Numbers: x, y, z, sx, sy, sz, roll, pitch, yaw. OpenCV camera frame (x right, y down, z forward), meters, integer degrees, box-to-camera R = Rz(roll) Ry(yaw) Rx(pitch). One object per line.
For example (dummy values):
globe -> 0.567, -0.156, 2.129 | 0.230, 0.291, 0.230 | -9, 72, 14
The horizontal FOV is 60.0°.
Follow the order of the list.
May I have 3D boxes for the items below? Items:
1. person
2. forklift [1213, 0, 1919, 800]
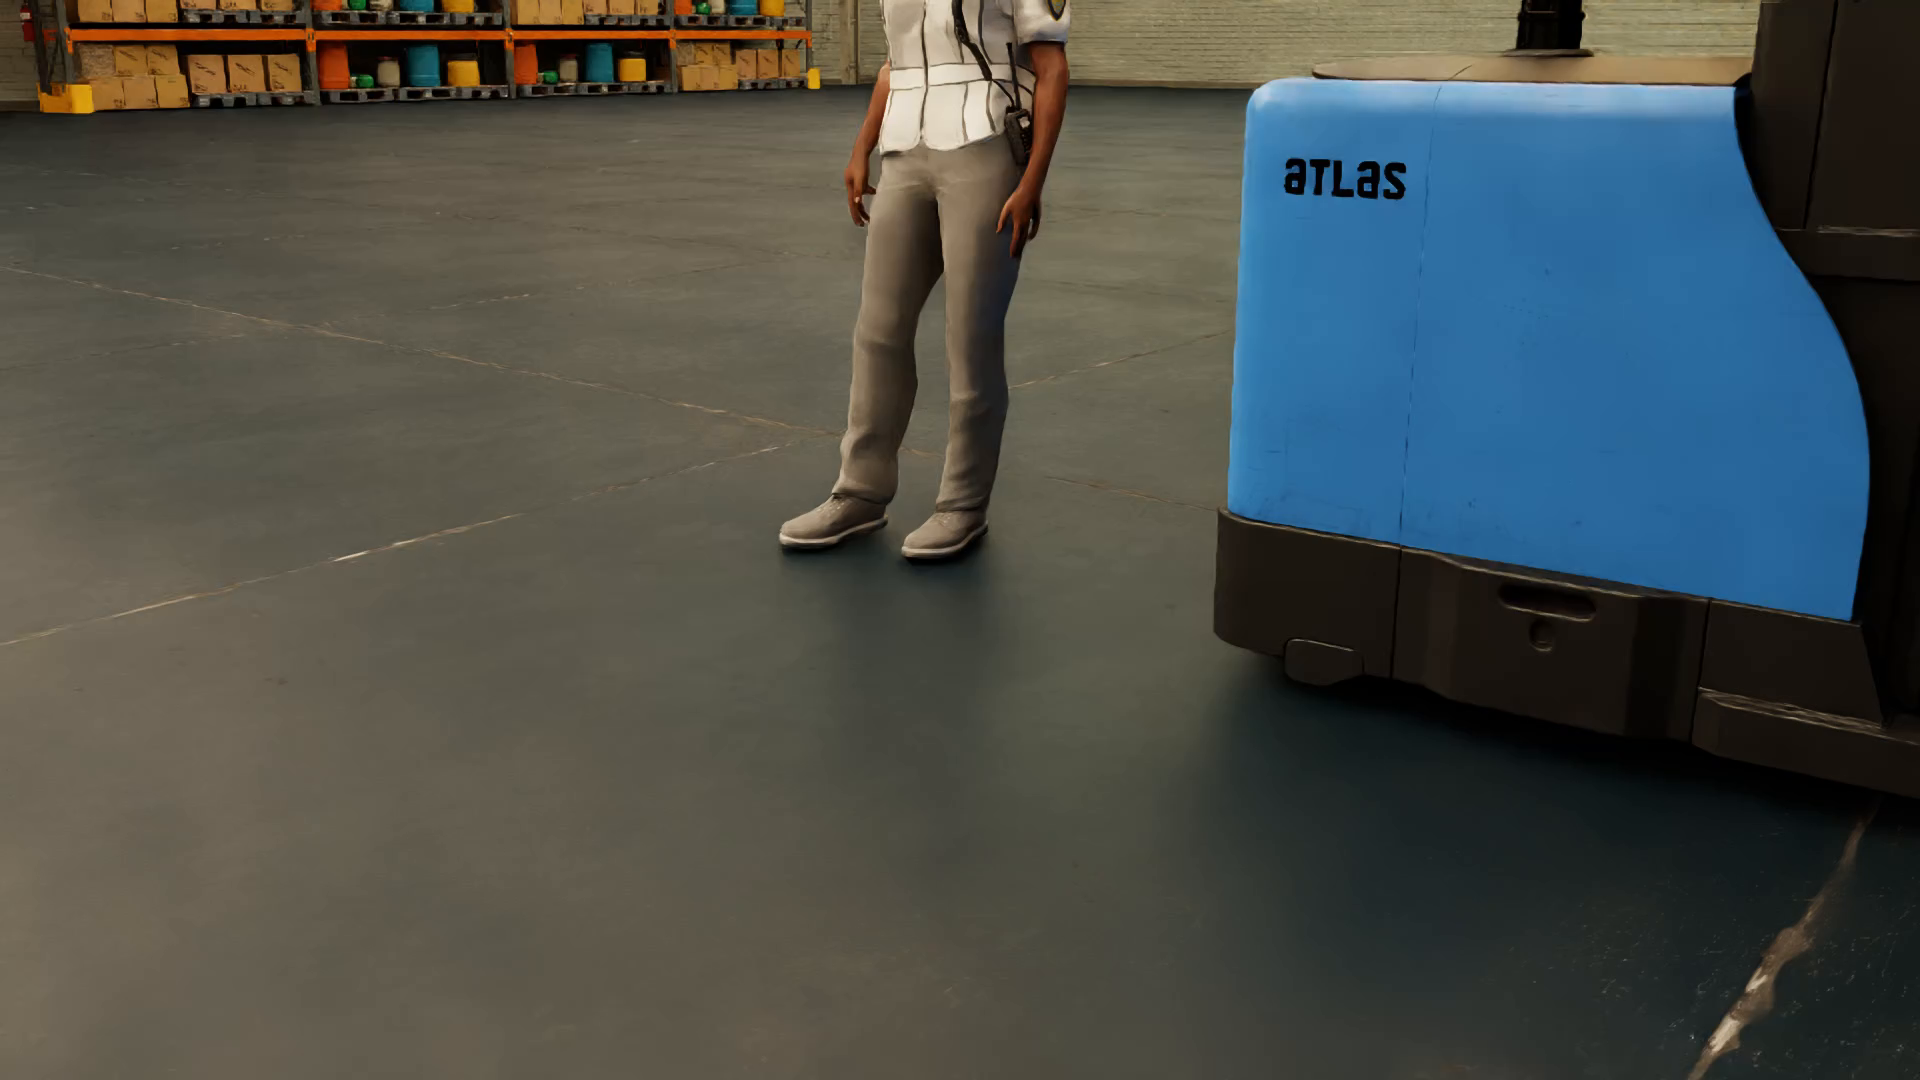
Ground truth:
person -> -0.063, -0.805, 3.651 | 0.569, 1.694, 0.529 | 13, 21, 37
forklift -> 1.984, -1.032, 2.297 | 3.031, 2.935, 1.130 | 11, 20, 32
